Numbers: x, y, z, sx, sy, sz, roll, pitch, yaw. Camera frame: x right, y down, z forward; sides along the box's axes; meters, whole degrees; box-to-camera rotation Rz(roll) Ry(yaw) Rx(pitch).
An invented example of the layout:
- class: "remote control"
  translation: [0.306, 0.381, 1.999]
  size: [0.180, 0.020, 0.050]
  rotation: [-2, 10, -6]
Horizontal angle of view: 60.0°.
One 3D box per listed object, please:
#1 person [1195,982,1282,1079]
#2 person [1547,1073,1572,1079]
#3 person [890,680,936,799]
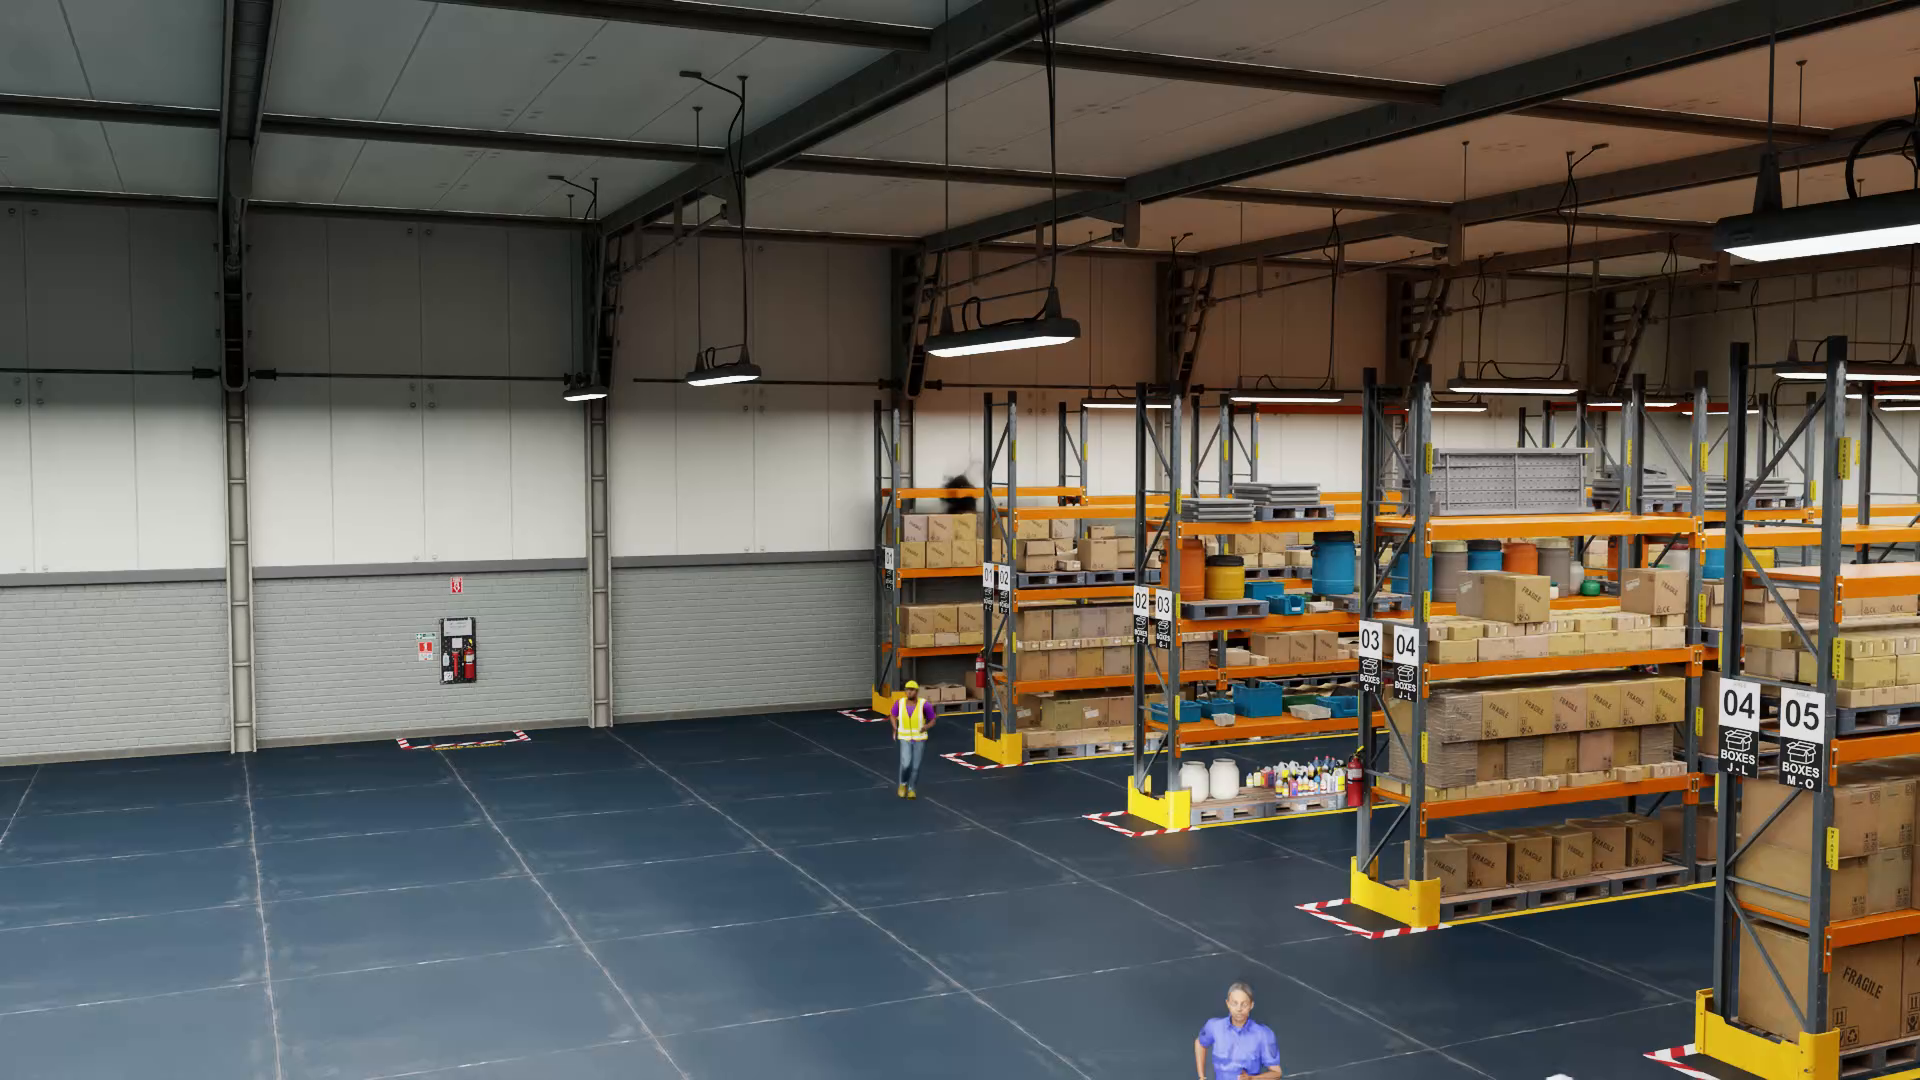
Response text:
- class: "person"
  translation: [1.795, 3.692, 10.759]
  size: [0.562, 1.682, 0.885]
  rotation: [1, 3, 9]
- class: "person"
  translation: [3.200, 3.755, 8.971]
  size: [0.687, 1.734, 0.668]
  rotation: [1, 4, 21]
- class: "person"
  translation: [-0.685, 2.891, 24.002]
  size: [0.674, 1.732, 0.628]
  rotation: [0, 3, 2]
